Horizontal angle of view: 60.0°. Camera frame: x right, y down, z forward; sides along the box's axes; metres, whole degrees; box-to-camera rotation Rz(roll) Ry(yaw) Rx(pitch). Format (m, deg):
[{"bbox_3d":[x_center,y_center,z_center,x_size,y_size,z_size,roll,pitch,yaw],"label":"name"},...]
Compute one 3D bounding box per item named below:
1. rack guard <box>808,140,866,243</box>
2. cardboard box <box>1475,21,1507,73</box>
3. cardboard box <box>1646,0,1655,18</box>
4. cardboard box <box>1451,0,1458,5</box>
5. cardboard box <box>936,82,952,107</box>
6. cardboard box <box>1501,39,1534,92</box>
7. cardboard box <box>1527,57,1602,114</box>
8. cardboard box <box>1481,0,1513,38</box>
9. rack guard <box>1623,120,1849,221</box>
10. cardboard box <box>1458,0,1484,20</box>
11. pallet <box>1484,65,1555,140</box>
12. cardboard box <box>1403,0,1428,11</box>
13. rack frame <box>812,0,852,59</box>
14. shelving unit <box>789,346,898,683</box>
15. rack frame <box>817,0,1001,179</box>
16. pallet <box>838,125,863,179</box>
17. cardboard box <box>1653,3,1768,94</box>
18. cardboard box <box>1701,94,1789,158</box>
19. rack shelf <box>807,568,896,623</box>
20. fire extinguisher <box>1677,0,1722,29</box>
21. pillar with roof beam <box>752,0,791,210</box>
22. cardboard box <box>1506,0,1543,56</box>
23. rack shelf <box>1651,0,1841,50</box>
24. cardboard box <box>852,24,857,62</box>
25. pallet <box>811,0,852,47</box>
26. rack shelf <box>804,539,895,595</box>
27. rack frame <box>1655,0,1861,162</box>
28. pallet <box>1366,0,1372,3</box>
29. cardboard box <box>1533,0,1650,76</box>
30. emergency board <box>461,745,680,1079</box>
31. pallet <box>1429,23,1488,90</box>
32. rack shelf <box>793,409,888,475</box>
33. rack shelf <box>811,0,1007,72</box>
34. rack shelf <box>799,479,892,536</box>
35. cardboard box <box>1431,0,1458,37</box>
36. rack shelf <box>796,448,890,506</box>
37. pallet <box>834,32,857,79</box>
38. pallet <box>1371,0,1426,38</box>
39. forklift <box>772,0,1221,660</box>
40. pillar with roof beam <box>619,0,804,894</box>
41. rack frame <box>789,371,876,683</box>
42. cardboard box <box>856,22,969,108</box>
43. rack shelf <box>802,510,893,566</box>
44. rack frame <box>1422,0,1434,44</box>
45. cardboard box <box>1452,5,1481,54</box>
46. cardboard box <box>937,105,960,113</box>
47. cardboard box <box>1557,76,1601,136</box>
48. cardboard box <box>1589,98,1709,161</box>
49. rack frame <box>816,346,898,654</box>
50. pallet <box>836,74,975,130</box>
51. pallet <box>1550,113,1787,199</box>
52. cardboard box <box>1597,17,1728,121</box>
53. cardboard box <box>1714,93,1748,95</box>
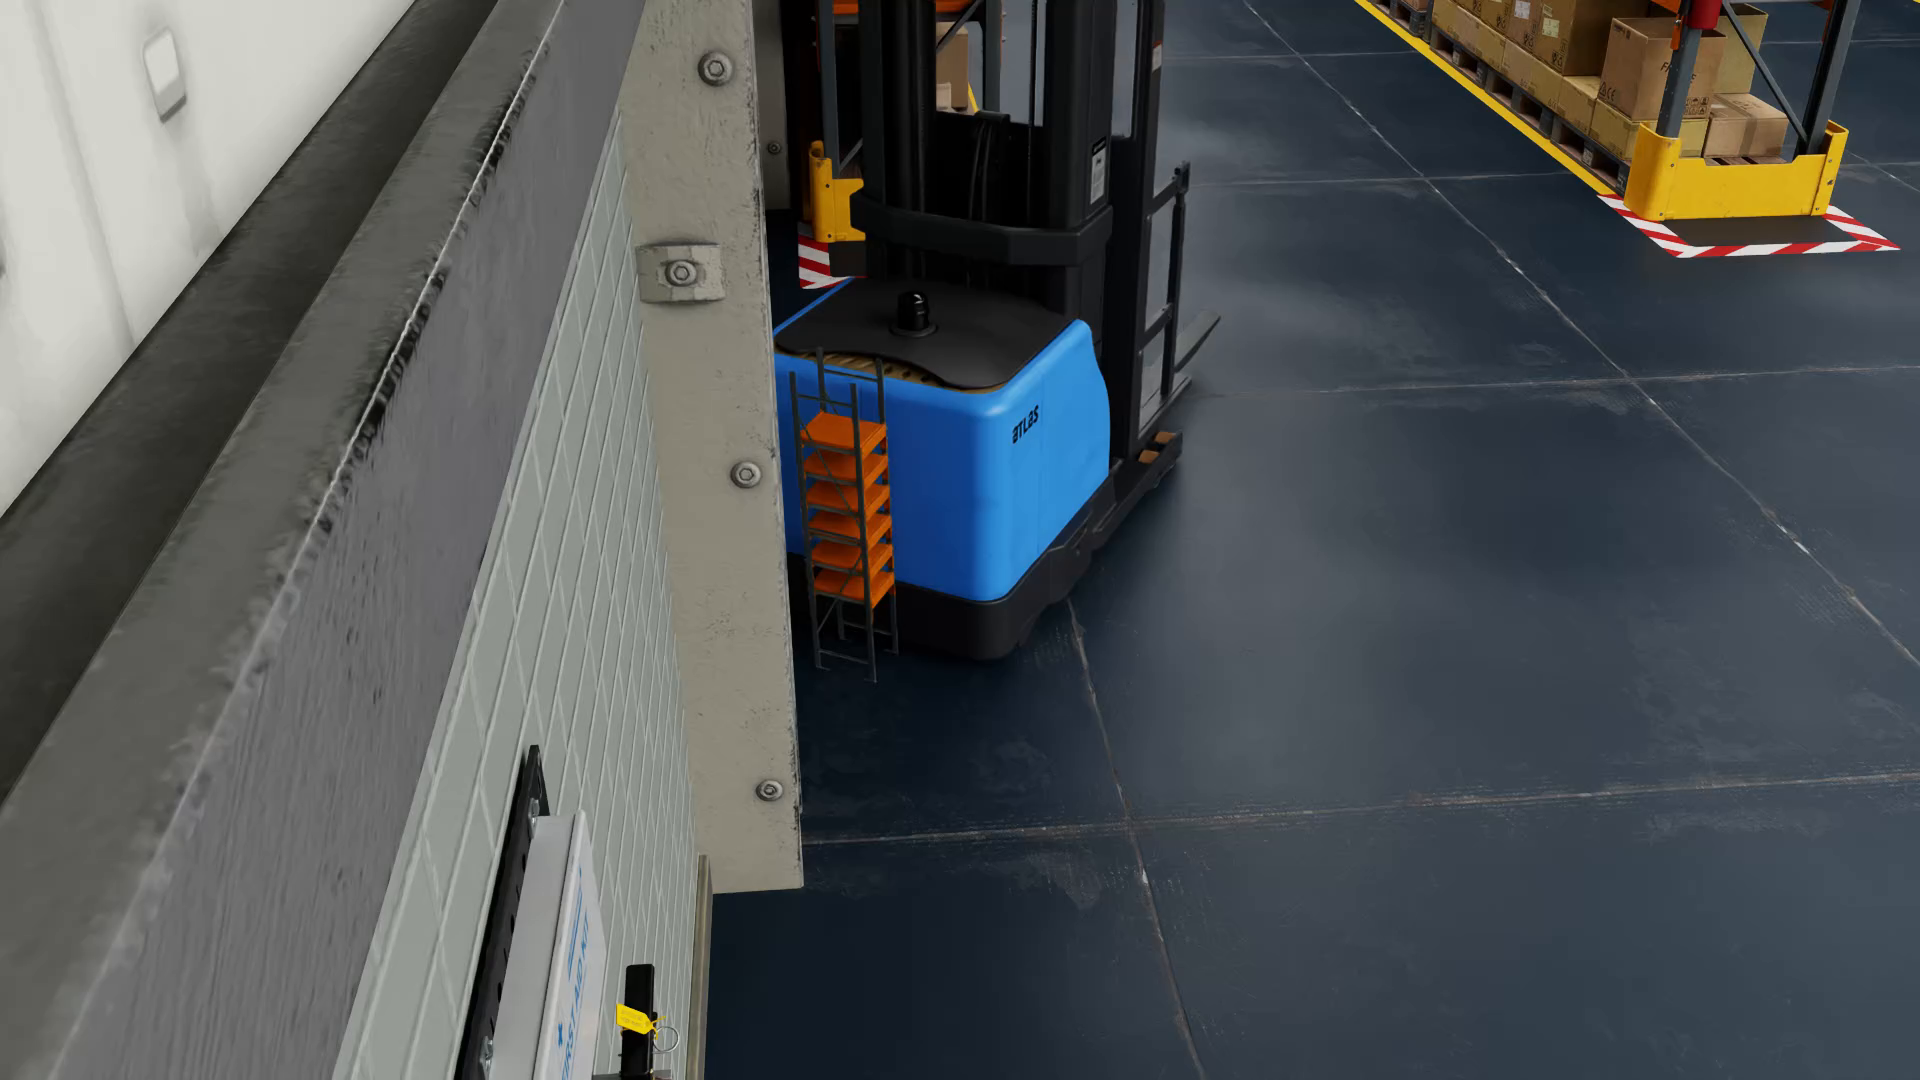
[{"bbox_3d":[-0.284,-2.050,9.694,1.175,0.500,0.348,-3,31,-5],"label":"rack guard"},{"bbox_3d":[4.106,-3.603,12.129,0.500,0.250,0.500,-3,31,-5],"label":"cardboard box"},{"bbox_3d":[4.718,-3.439,11.123,0.500,0.500,0.500,-3,31,-5],"label":"cardboard box"},{"bbox_3d":[4.012,-4.435,12.791,0.500,0.500,0.500,-3,31,-5],"label":"cardboard box"},{"bbox_3d":[-0.305,-2.767,10.651,0.500,0.311,0.500,0,31,0],"label":"cardboard box"},{"bbox_3d":[4.158,-3.348,11.702,0.500,0.250,0.500,-3,31,-5],"label":"cardboard box"},{"bbox_3d":[4.203,-3.093,11.274,0.500,0.250,0.500,-3,31,-5],"label":"cardboard box"},{"bbox_3d":[4.106,-3.925,11.936,0.500,0.500,0.500,-3,31,-5],"label":"cardboard box"},{"bbox_3d":[4.657,-2.238,10.009,1.175,0.500,0.348,-3,31,-5],"label":"rack guard"},{"bbox_3d":[4.067,-4.181,12.364,0.500,0.500,0.500,-3,31,-5],"label":"cardboard box"},{"bbox_3d":[4.431,-3.136,11.794,1.003,0.211,1.213,-3,31,-5],"label":"pallet"},{"bbox_3d":[3.953,-4.563,13.736,0.500,0.250,0.500,-3,31,-5],"label":"cardboard box"},{"bbox_3d":[-0.651,-5.126,12.407,1.000,3.000,0.127,-3,31,-5],"label":"rack frame"},{"bbox_3d":[-0.385,-0.063,5.677,0.258,1.200,0.189,13,36,20],"label":"shelving unit"},{"bbox_3d":[-0.277,-3.084,8.988,1.000,3.000,0.127,-3,31,-5],"label":"rack frame"},{"bbox_3d":[-0.325,-2.342,10.465,1.003,0.211,1.213,-3,31,-5],"label":"pallet"},{"bbox_3d":[4.777,-3.185,10.697,0.500,0.500,0.500,-3,31,-5],"label":"cardboard box"},{"bbox_3d":[4.826,-2.608,10.462,0.500,0.250,0.500,-3,31,-5],"label":"cardboard box"},{"bbox_3d":[-0.379,0.173,5.835,0.258,0.103,0.180,13,36,20],"label":"rack shelf"},{"bbox_3d":[4.203,-3.207,9.270,0.296,0.674,0.183,-3,31,-5],"label":"fire extinguisher"},{"bbox_3d":[3.082,-6.182,8.324,9.100,9.000,0.400,-3,31,-5],"label":"pillar with roof beam"},{"bbox_3d":[4.155,-3.670,11.509,0.500,0.500,0.500,-3,31,-5],"label":"cardboard box"},{"bbox_3d":[4.468,-4.036,11.283,1.077,0.370,4.000,-3,31,-5],"label":"rack shelf"},{"bbox_3d":[-0.514,-3.714,12.051,0.500,0.500,0.500,-5,31,-8],"label":"cardboard box"},{"bbox_3d":[-0.725,-4.327,13.788,1.003,0.211,1.213,-3,31,-5],"label":"pallet"},{"bbox_3d":[-0.382,0.074,5.768,0.258,0.103,0.180,13,36,20],"label":"rack shelf"},{"bbox_3d":[4.655,-3.323,9.389,1.000,3.000,0.127,-3,31,-5],"label":"rack frame"},{"bbox_3d":[4.056,-5.167,15.194,1.003,0.211,1.213,-3,31,-5],"label":"pallet"},{"bbox_3d":[4.200,-3.414,11.082,0.500,0.500,0.500,-3,31,-5],"label":"cardboard box"},{"bbox_3d":[-0.450,0.927,2.273,0.194,1.169,0.643,-3,31,-5],"label":"emergency board"},{"bbox_3d":[4.313,-3.760,12.840,1.003,0.211,1.213,-3,31,-5],"label":"pallet"},{"bbox_3d":[-0.393,-0.325,5.502,0.258,0.103,0.180,13,36,20],"label":"rack shelf"},{"bbox_3d":[-0.464,-3.796,10.882,1.077,0.370,4.000,-3,31,-5],"label":"rack shelf"},{"bbox_3d":[-0.387,-0.126,5.635,0.258,0.103,0.180,13,36,20],"label":"rack shelf"},{"bbox_3d":[4.022,-4.114,12.984,0.500,0.250,0.500,-3,31,-5],"label":"cardboard box"},{"bbox_3d":[-0.390,-0.226,5.568,0.258,0.103,0.180,13,36,20],"label":"rack shelf"},{"bbox_3d":[-0.553,-3.588,12.551,1.003,0.211,1.213,-3,31,-5],"label":"pallet"},{"bbox_3d":[4.173,-4.543,14.149,1.003,0.211,1.213,-3,31,-5],"label":"pallet"},{"bbox_3d":[0.323,-1.567,6.515,1.130,2.935,3.031,14,34,22],"label":"forklift"},{"bbox_3d":[3.643,-3.118,3.195,9.100,9.000,0.400,-3,31,-5],"label":"pillar with roof beam"},{"bbox_3d":[-0.422,-0.016,5.608,0.240,1.200,0.006,13,36,20],"label":"rack frame"},{"bbox_3d":[-0.324,-3.225,11.233,0.700,0.500,0.500,-5,31,-8],"label":"cardboard box"},{"bbox_3d":[-0.384,-0.026,5.702,0.258,0.103,0.180,13,36,20],"label":"rack shelf"},{"bbox_3d":[4.281,-5.365,12.808,1.000,3.000,0.127,-3,31,-5],"label":"rack frame"},{"bbox_3d":[4.064,-3.859,12.557,0.500,0.250,0.500,-3,31,-5],"label":"cardboard box"},{"bbox_3d":[-0.252,-2.476,10.163,0.500,0.311,0.500,-6,31,-10],"label":"cardboard box"},{"bbox_3d":[4.252,-2.837,10.847,0.500,0.250,0.500,-3,31,-5],"label":"cardboard box"},{"bbox_3d":[4.310,-2.583,10.421,0.500,0.250,0.500,-3,31,-5],"label":"cardboard box"},{"bbox_3d":[-0.348,-0.110,5.746,0.240,1.200,0.006,13,36,20],"label":"rack frame"},{"bbox_3d":[-0.436,-2.964,11.506,1.003,0.211,1.213,-3,31,-5],"label":"pallet"},{"bbox_3d":[4.541,-2.515,10.754,1.003,0.211,1.213,-3,31,-5],"label":"pallet"},{"bbox_3d":[4.308,-2.905,10.228,0.500,0.500,0.500,-3,31,-5],"label":"cardboard box"},{"bbox_3d":[4.776,-2.863,10.889,0.500,0.250,0.500,-3,31,-5],"label":"cardboard box"}]
